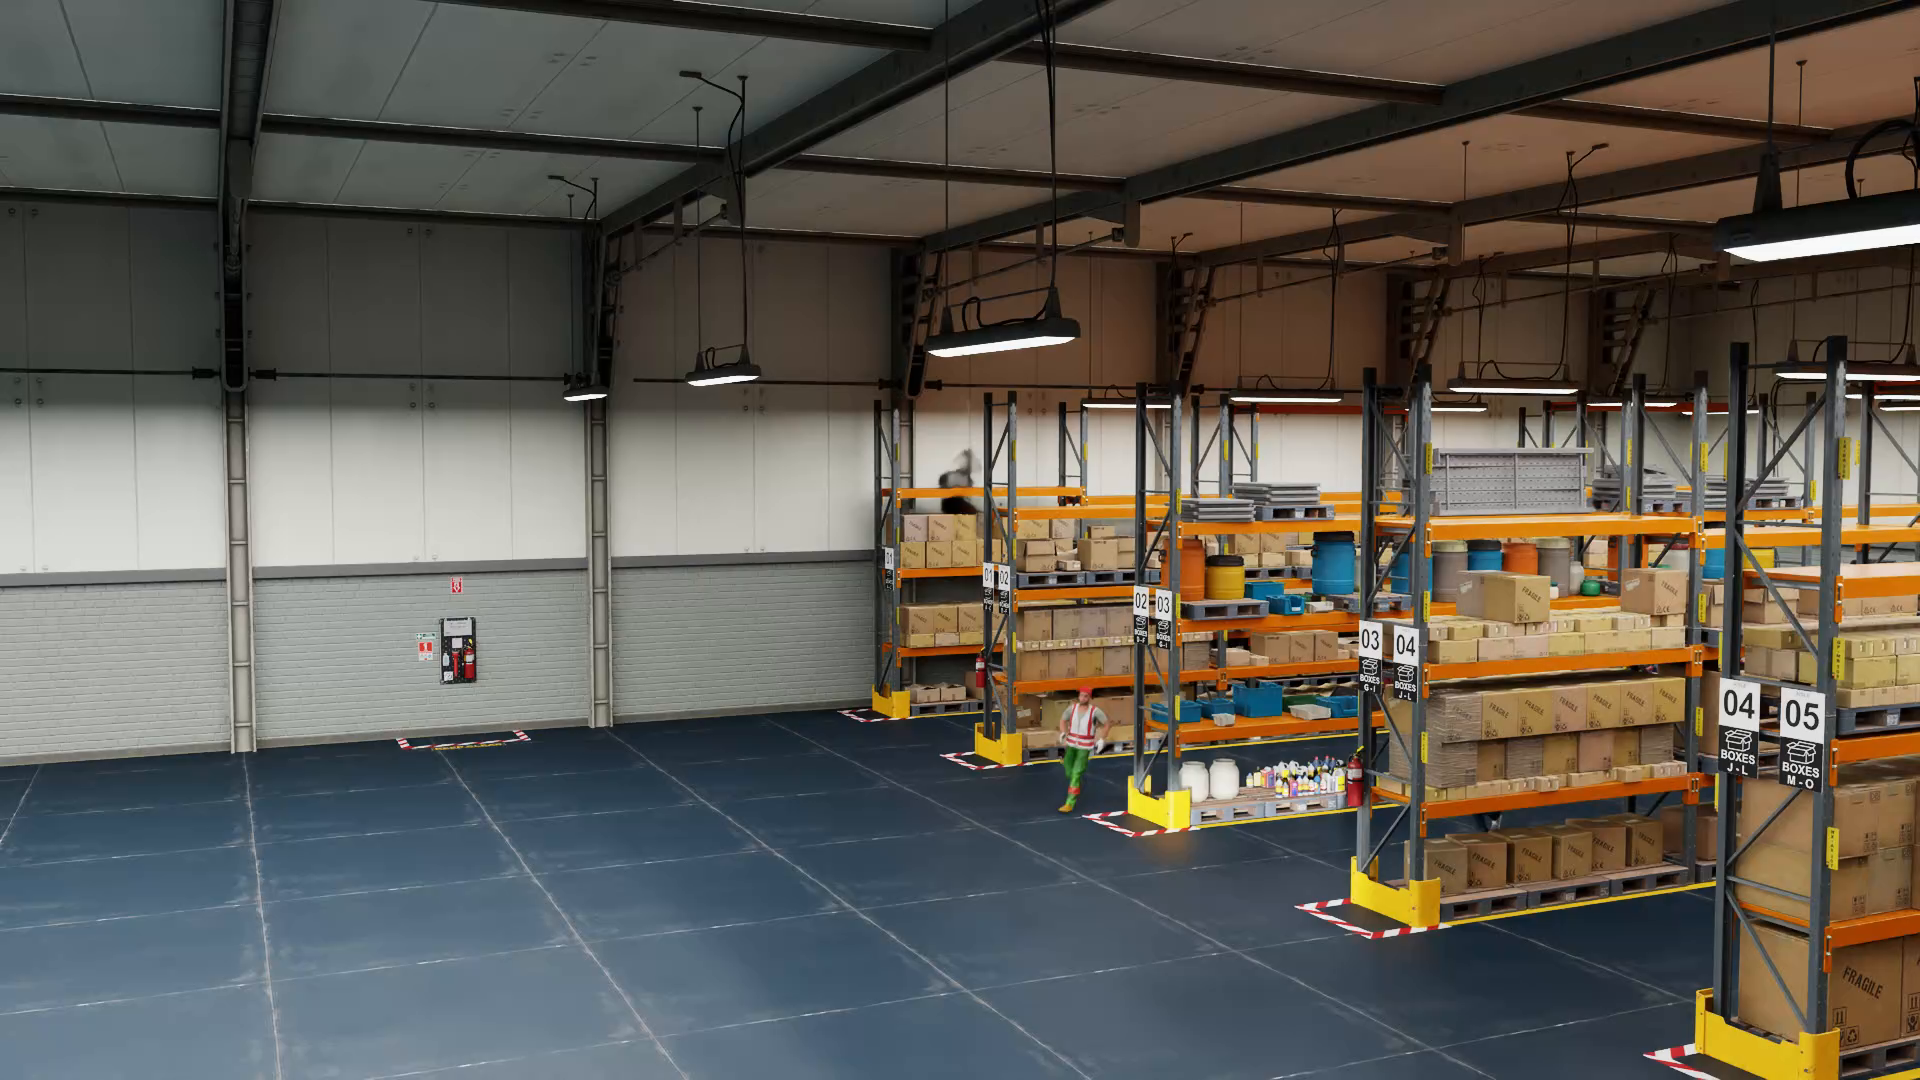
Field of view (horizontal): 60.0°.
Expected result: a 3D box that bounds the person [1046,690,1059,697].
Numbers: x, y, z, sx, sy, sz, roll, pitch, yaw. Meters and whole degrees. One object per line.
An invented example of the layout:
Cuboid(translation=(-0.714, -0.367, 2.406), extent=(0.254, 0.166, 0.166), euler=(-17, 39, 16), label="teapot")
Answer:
Cuboid(translation=(1.786, 2.464, 29.922), extent=(0.541, 1.658, 0.615), euler=(-3, 4, -38), label="person")

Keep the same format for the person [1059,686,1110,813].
Cuboid(translation=(1.731, 2.928, 23.485), extent=(0.726, 1.758, 0.905), euler=(1, 4, 21), label="person")

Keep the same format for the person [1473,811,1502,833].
Cuboid(translation=(6.829, 3.139, 21.557), extent=(0.506, 1.568, 0.537), euler=(-2, 4, -29), label="person")
